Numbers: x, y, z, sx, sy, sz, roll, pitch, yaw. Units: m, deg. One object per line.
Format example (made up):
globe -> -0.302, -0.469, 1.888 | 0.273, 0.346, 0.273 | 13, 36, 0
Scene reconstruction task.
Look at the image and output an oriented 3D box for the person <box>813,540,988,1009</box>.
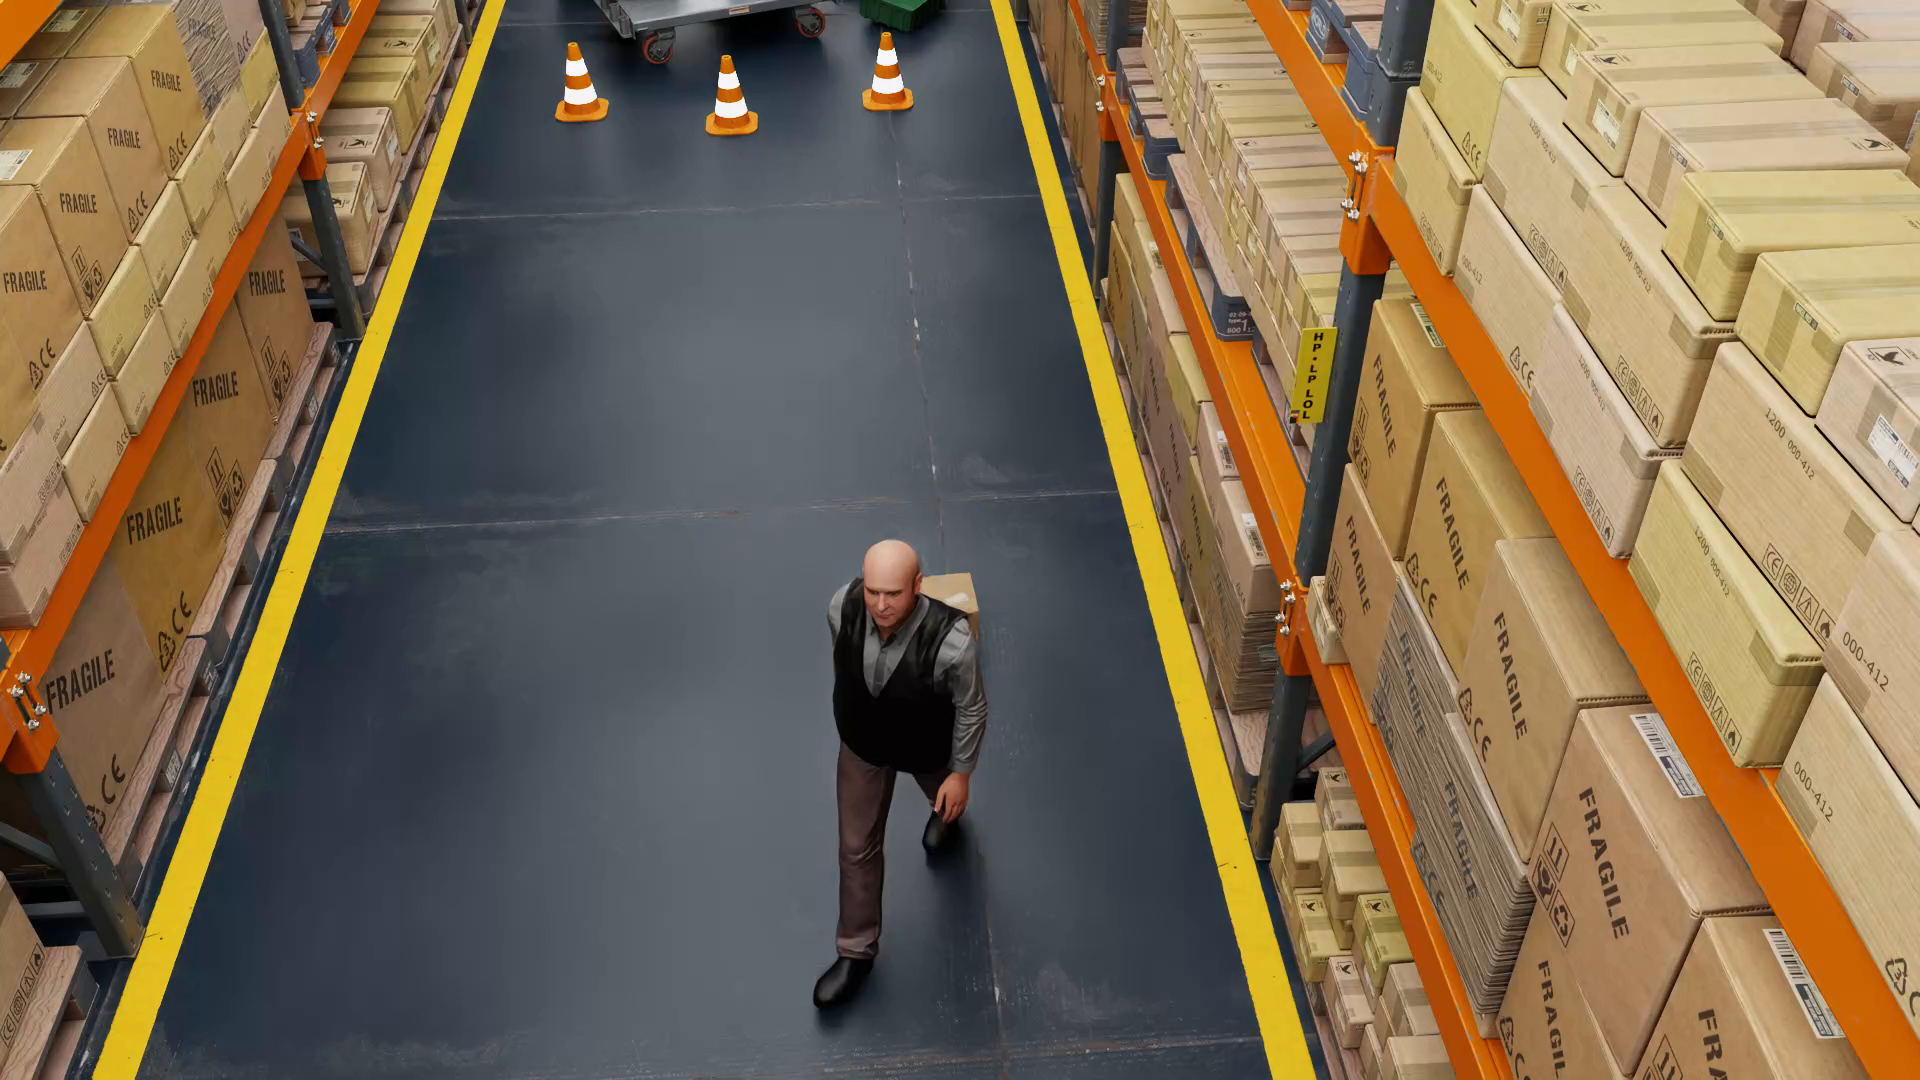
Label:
person -> -0.179, 0.655, 5.369 | 0.565, 1.661, 1.056 | 10, 40, 12
